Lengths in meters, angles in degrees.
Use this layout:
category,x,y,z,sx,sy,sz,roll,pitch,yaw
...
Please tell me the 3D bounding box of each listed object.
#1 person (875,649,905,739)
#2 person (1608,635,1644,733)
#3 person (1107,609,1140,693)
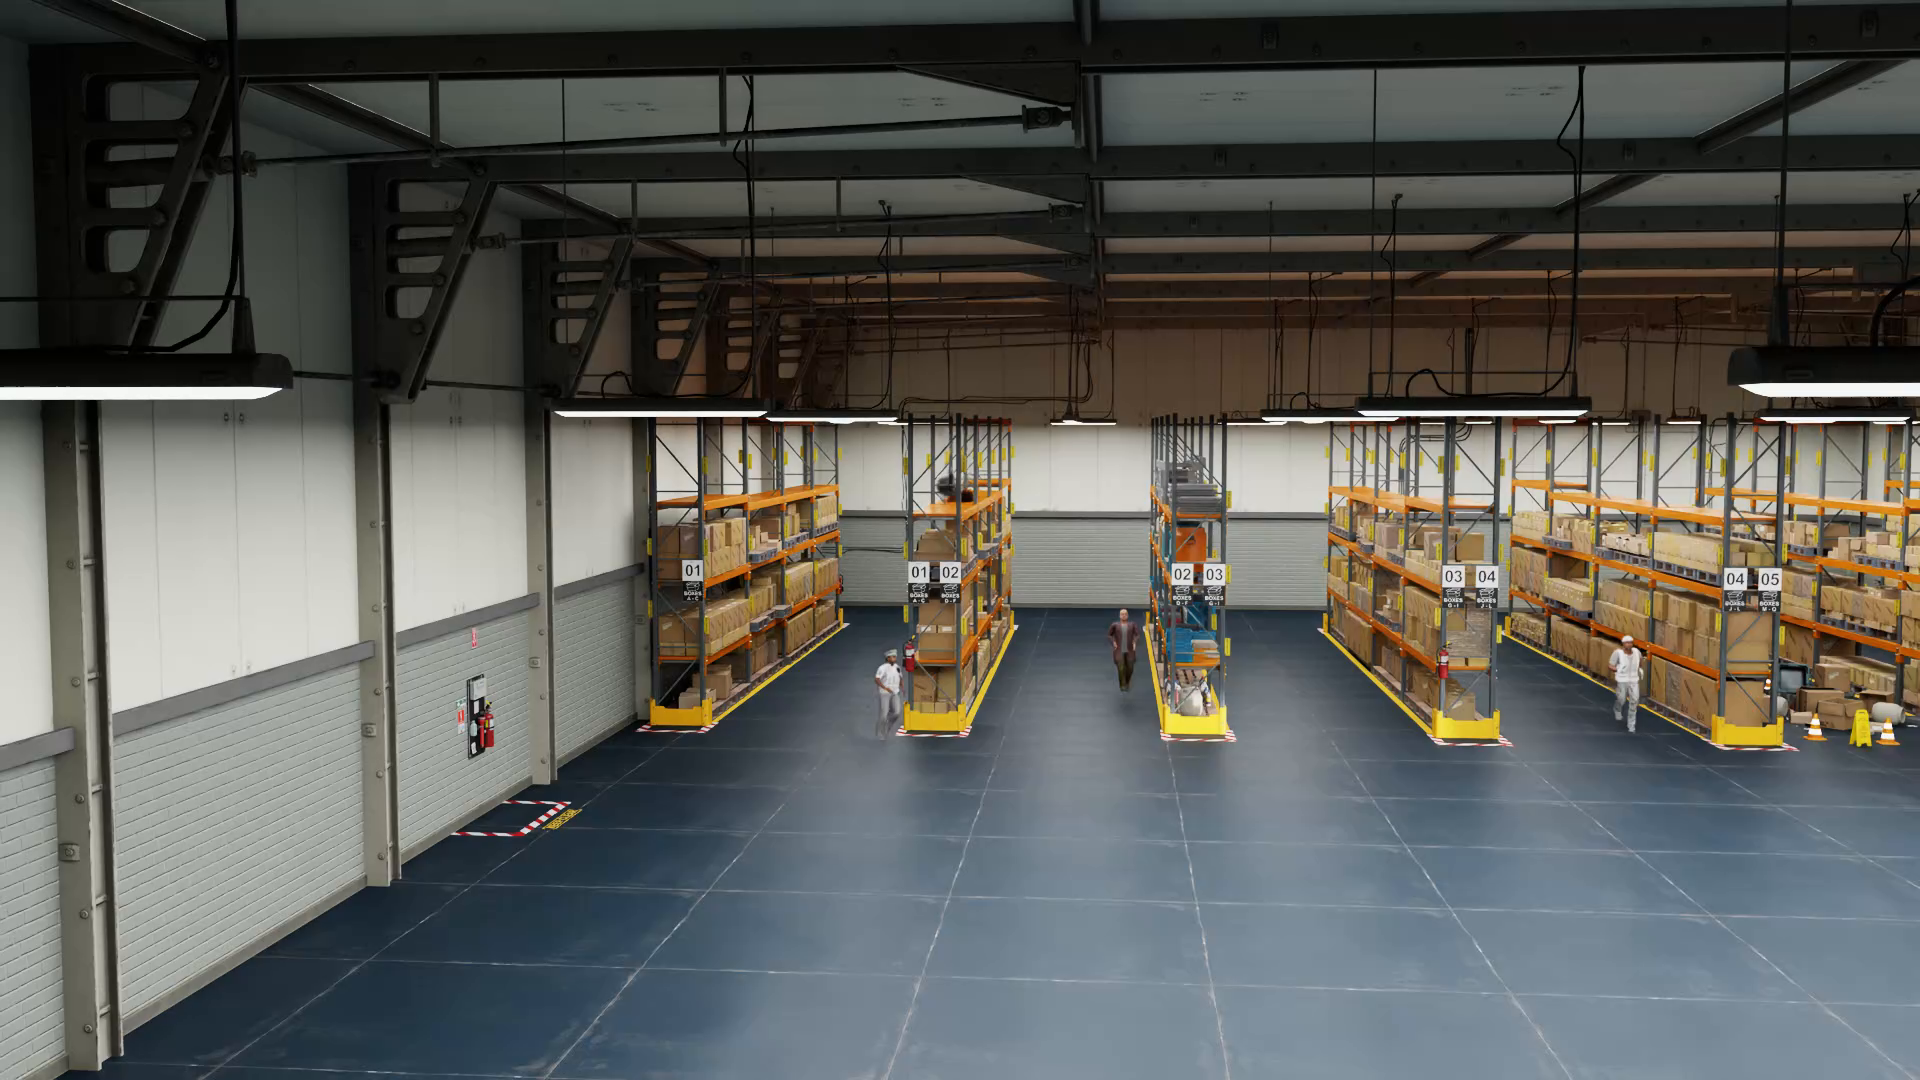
category,x,y,z,sx,sy,sz,roll,pitch,yaw
person,-1.261,2.836,30.618,0.650,1.652,0.553,-2,5,-33
person,12.688,2.718,31.676,0.715,1.829,0.948,0,4,2
person,3.386,2.310,34.338,0.705,1.752,0.627,0,4,1
